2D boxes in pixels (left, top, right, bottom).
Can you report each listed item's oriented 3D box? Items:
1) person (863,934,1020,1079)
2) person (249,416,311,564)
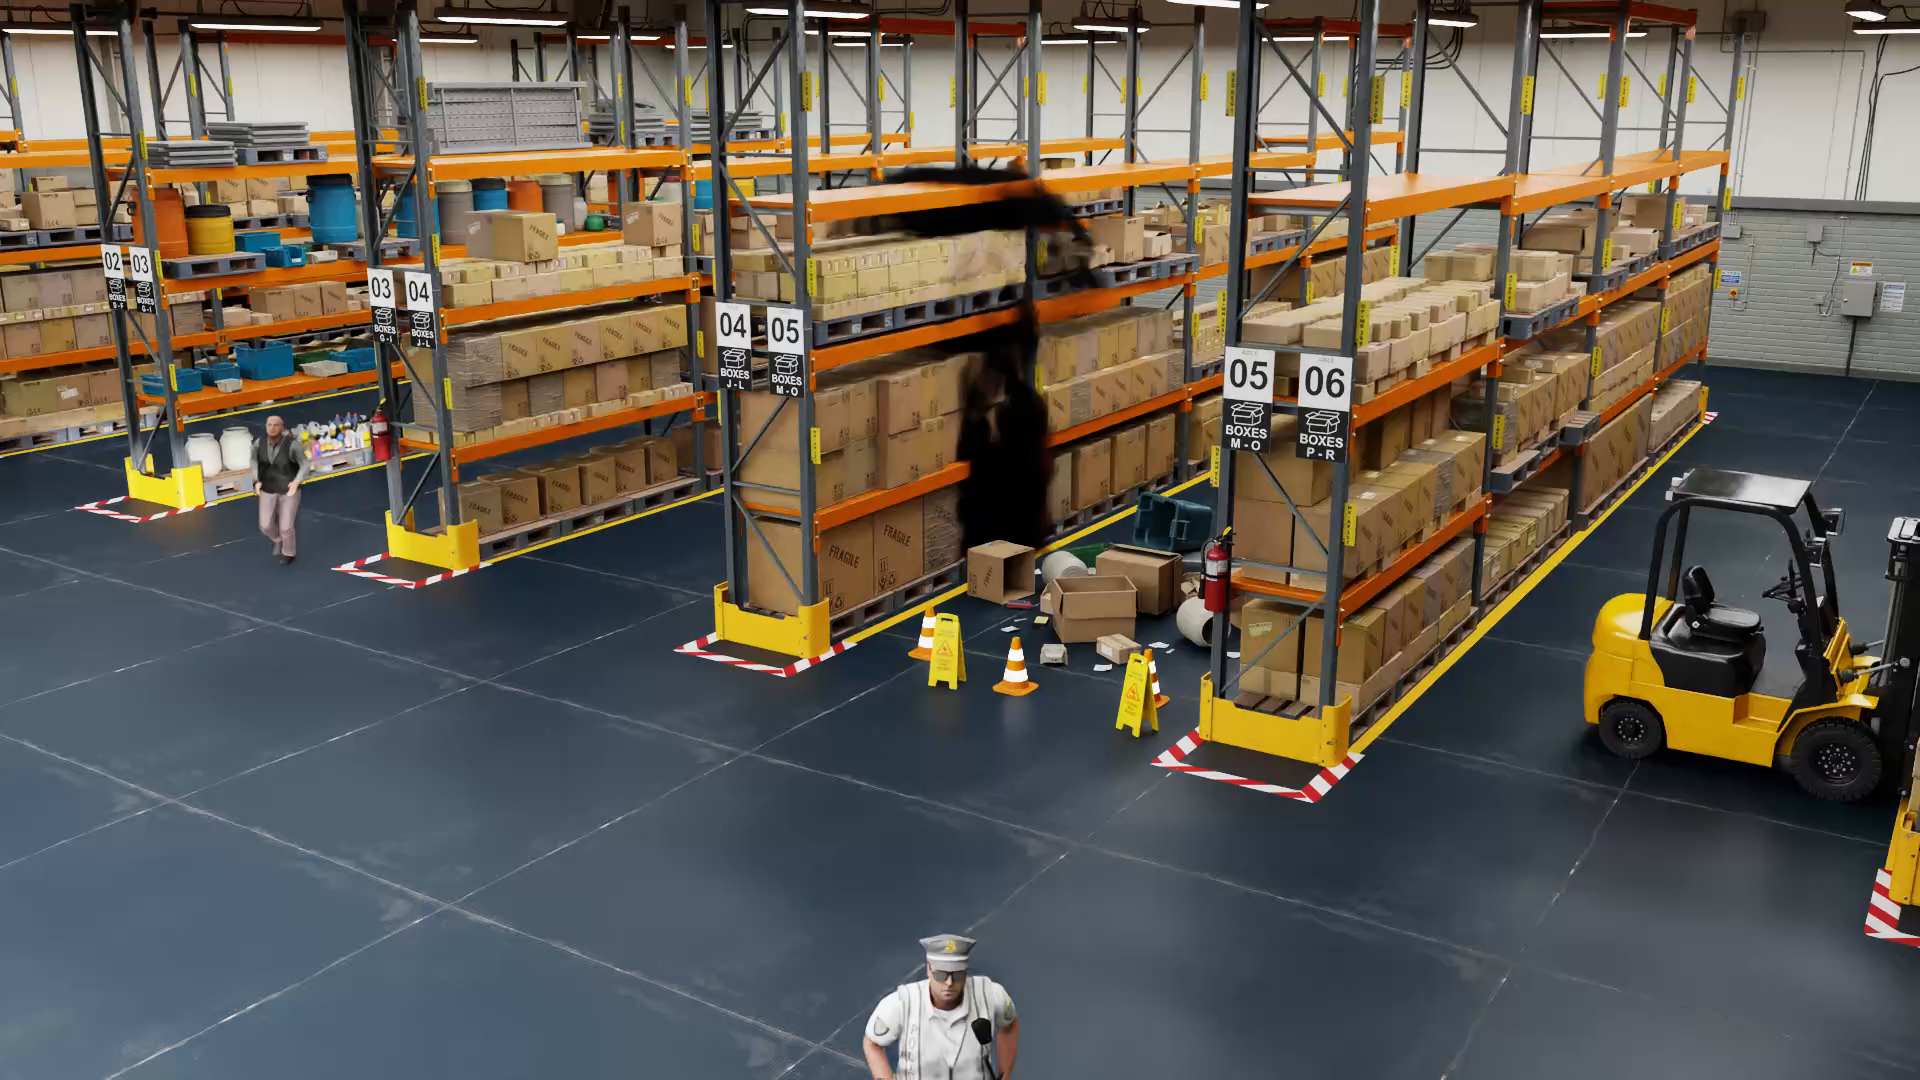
[{"bbox_3d":[-0.082,2.447,7.220,0.671,1.770,0.830,-2,16,-6],"label":"person"},{"bbox_3d":[-7.376,-0.533,18.062,0.666,1.668,0.567,-1,16,-5],"label":"person"}]
